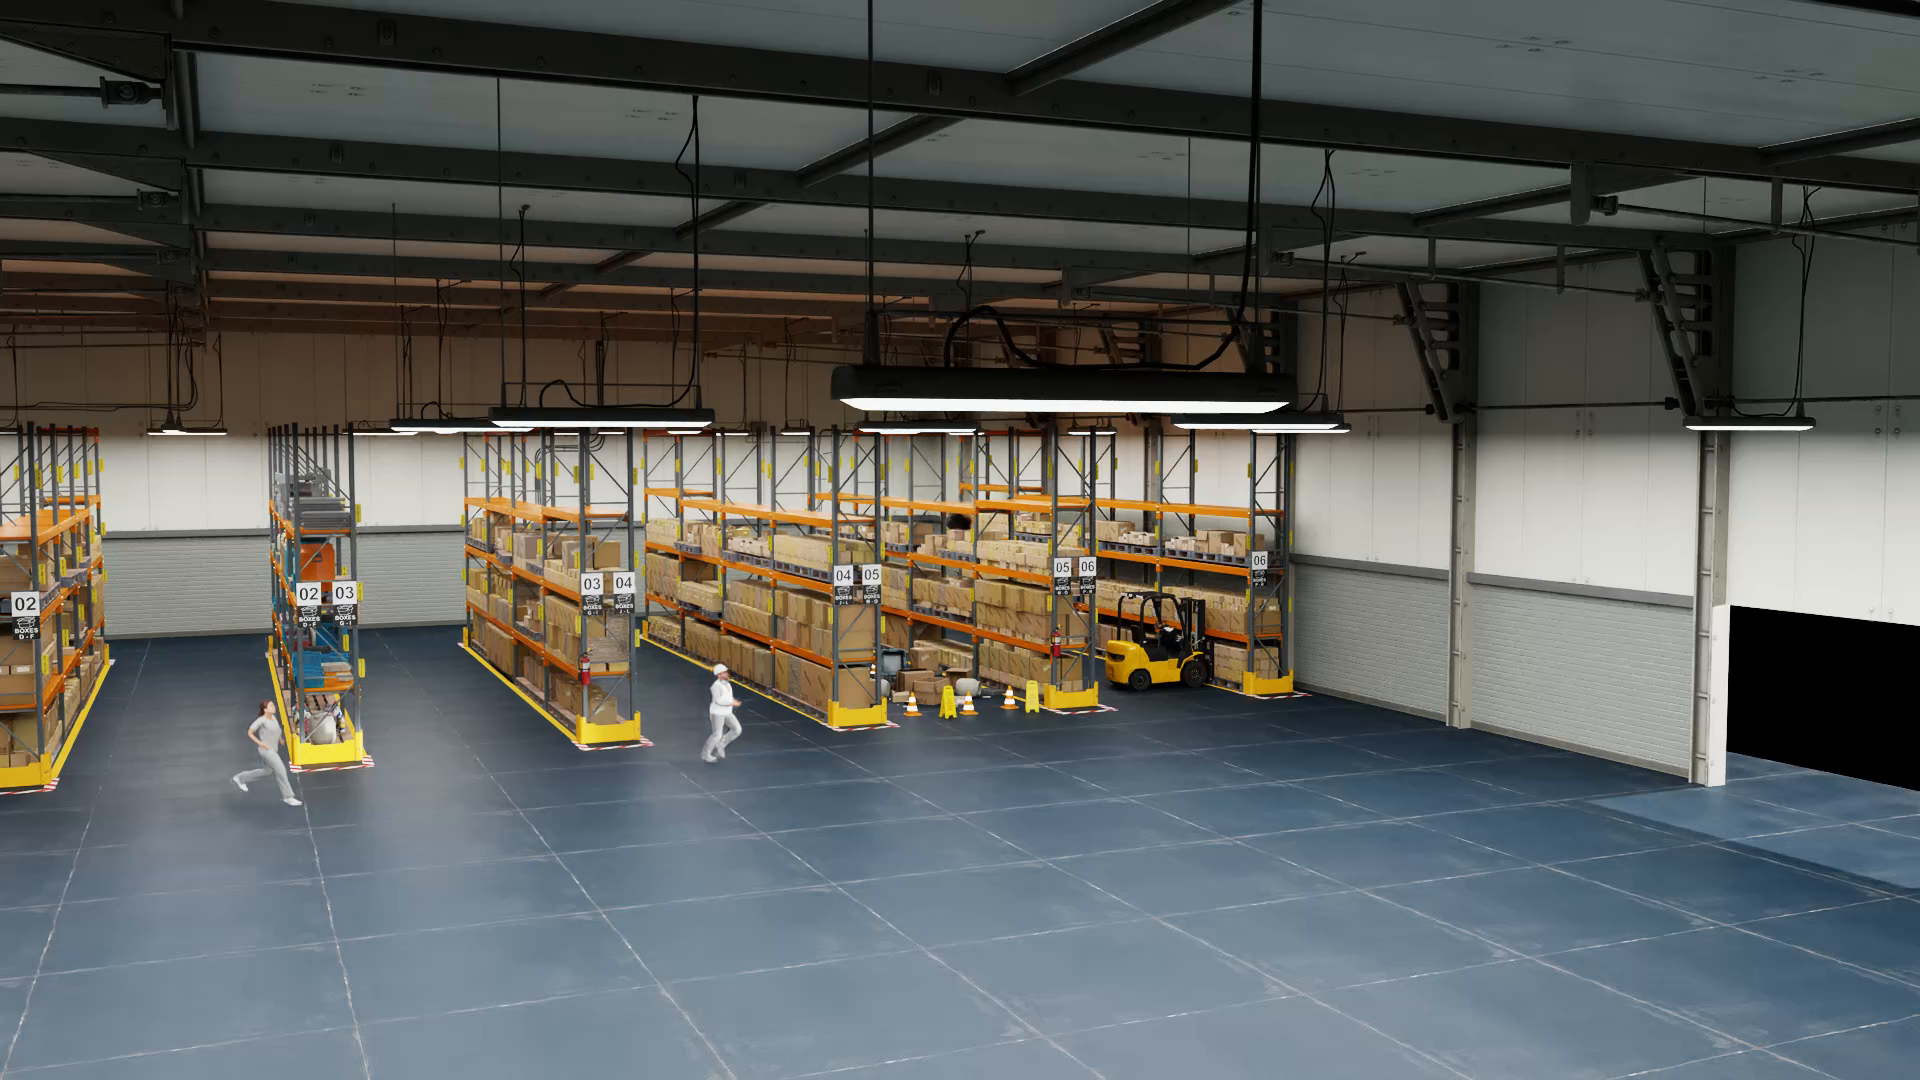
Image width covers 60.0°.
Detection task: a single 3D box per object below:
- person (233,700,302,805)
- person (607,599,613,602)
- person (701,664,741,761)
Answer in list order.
[{"bbox_3d":[-10.859,3.329,26.041,1.098,1.645,0.538,0,3,-1],"label":"person"},{"bbox_3d":[-9.932,1.998,46.576,0.762,1.733,0.910,0,3,-3],"label":"person"},{"bbox_3d":[-4.191,3.042,29.398,0.791,1.725,0.673,1,4,20],"label":"person"}]
